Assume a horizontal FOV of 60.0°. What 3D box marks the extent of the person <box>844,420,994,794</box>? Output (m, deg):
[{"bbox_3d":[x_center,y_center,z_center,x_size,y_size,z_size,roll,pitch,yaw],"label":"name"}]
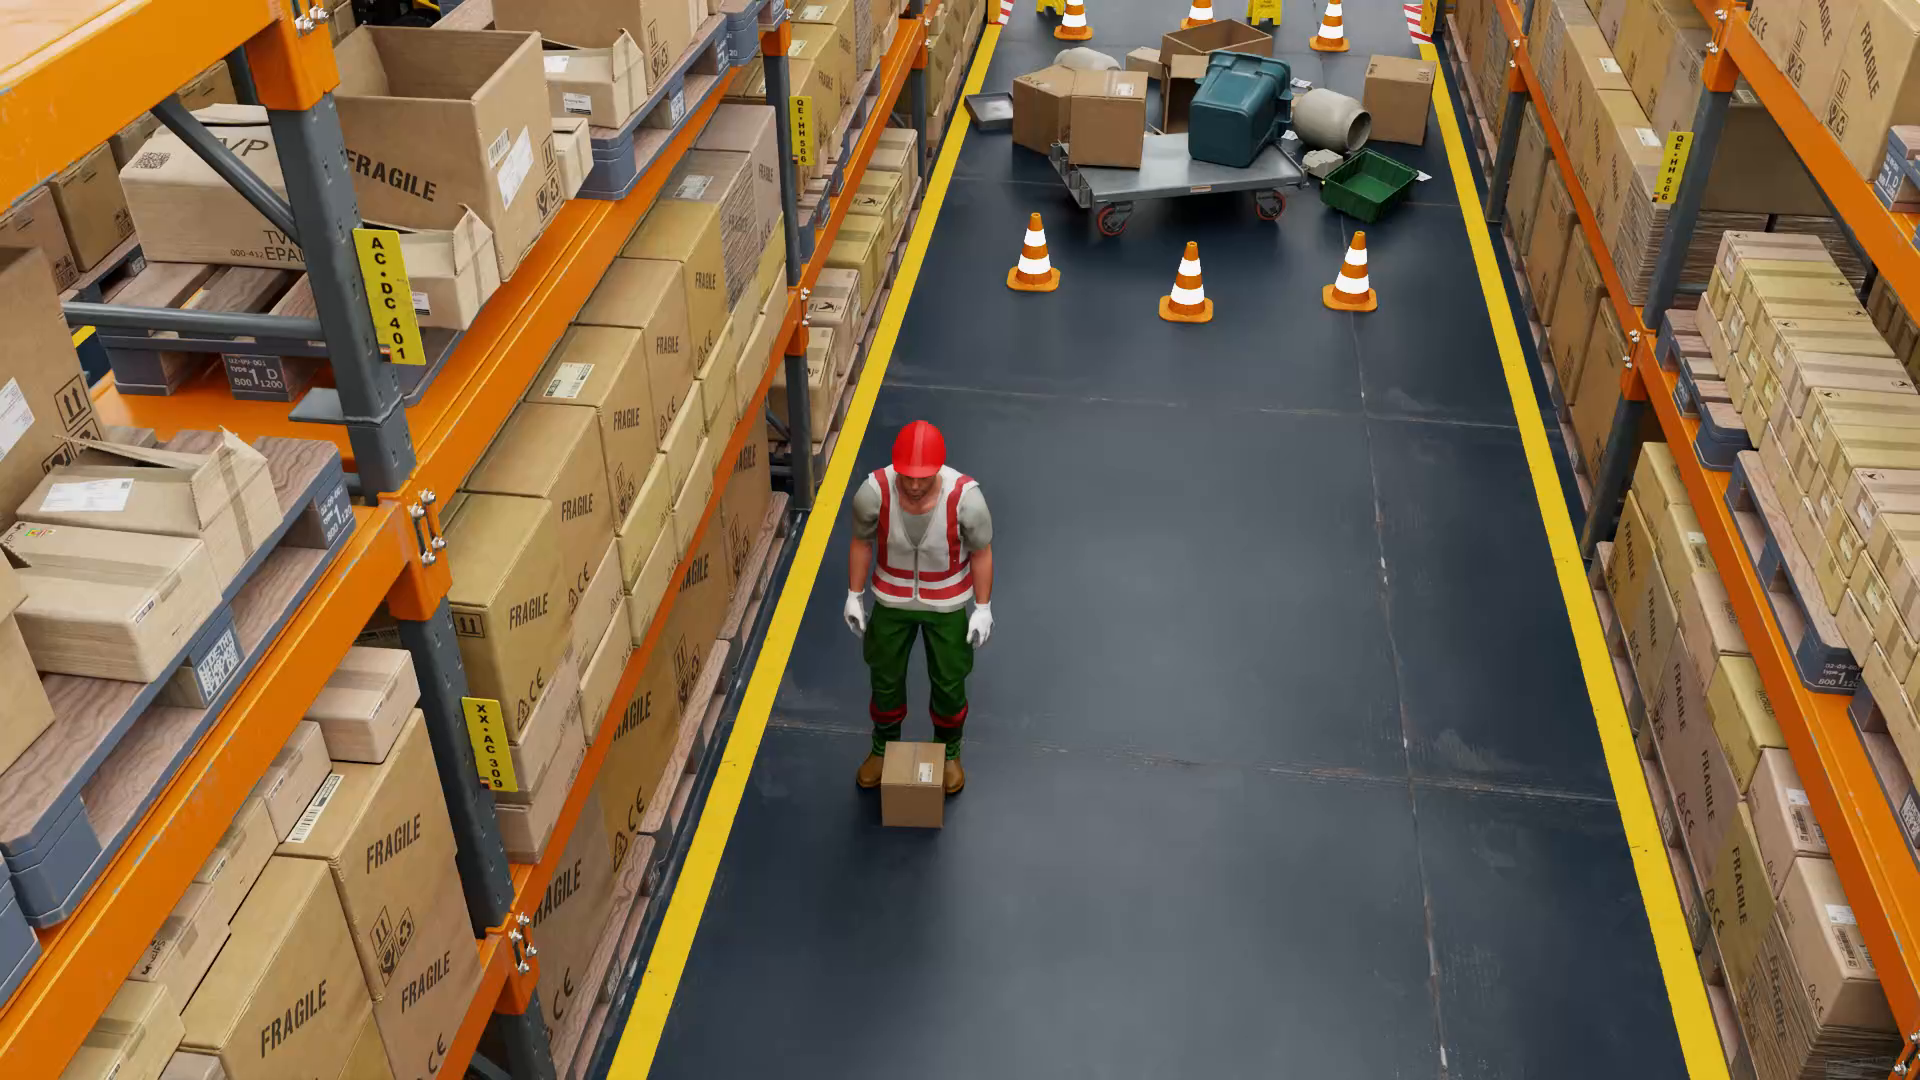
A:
[{"bbox_3d":[-0.165,0.266,6.660,0.609,1.779,0.449,5,36,6],"label":"person"}]
